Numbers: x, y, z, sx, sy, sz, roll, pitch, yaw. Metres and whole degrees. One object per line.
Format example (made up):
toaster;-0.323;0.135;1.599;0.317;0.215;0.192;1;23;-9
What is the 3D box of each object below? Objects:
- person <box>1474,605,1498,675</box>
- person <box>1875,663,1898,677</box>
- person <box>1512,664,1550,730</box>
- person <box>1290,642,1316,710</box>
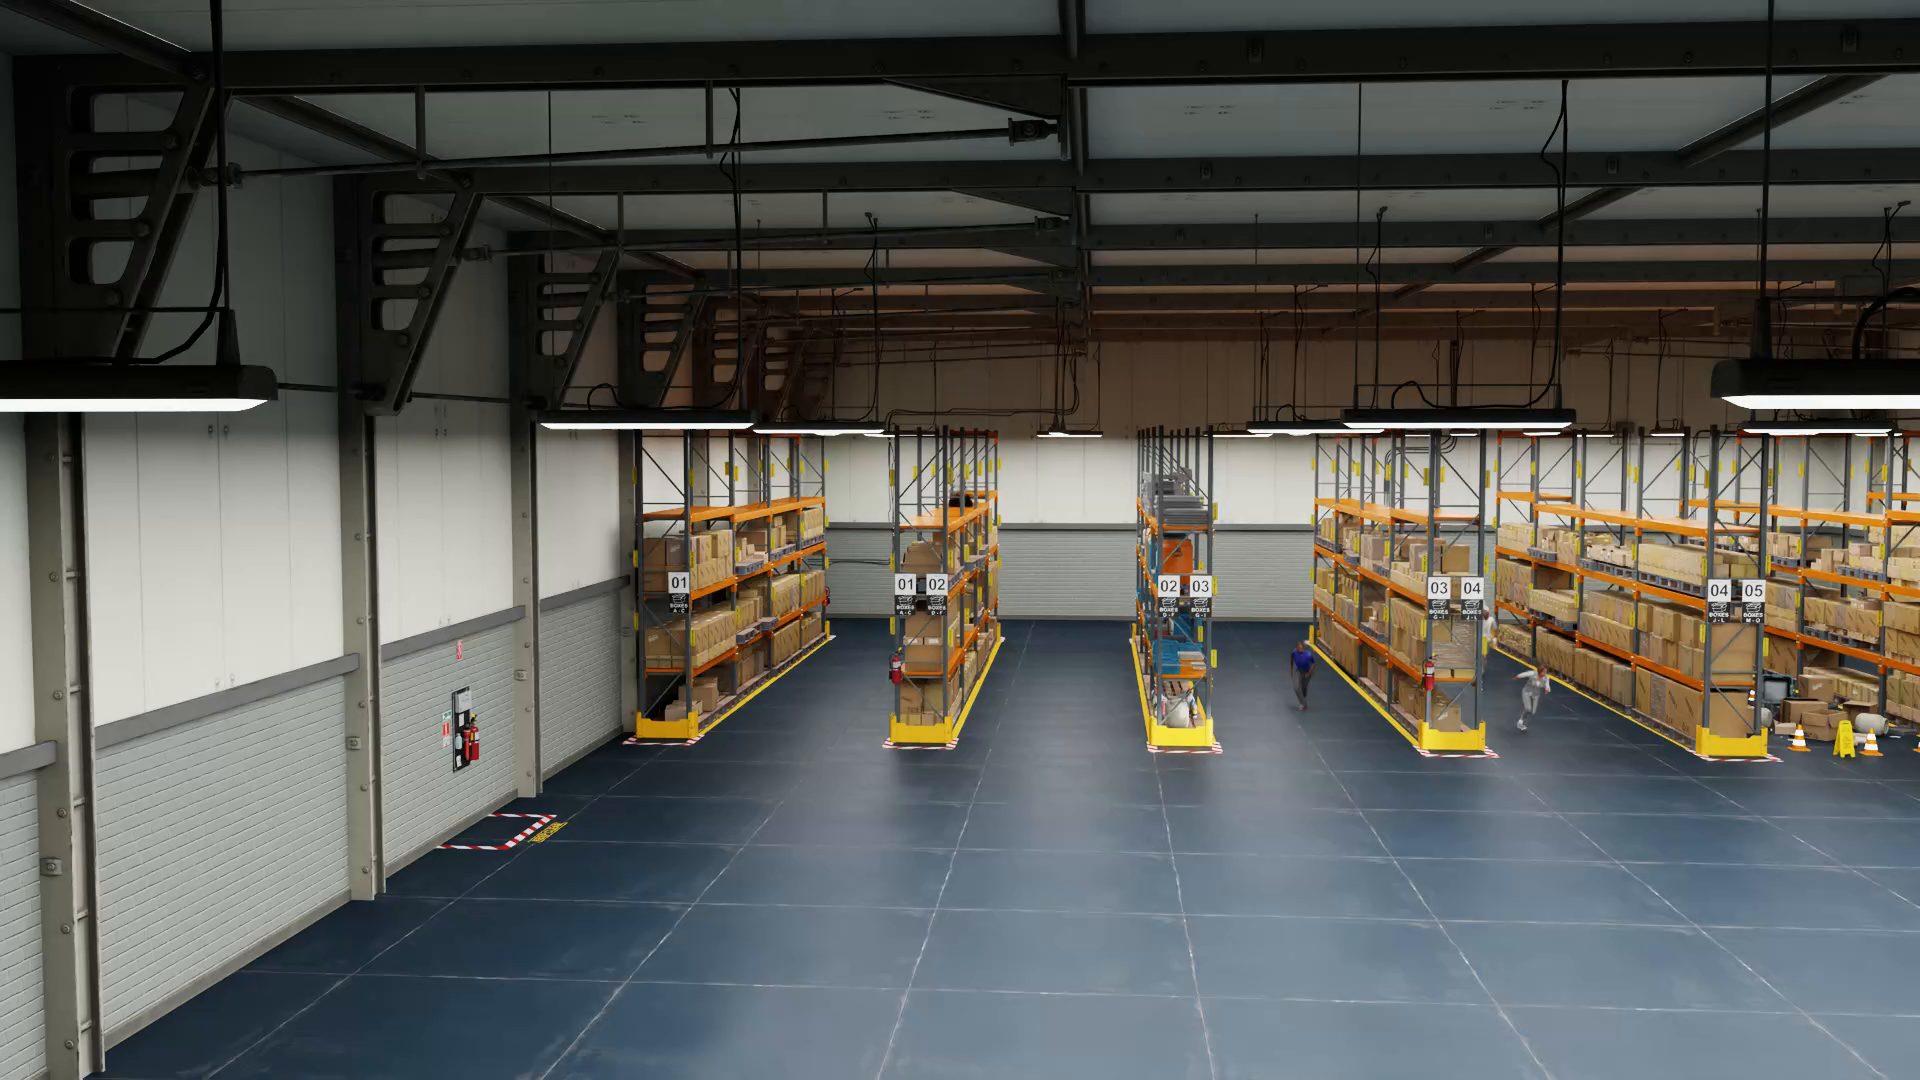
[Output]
person;12.643;2.430;40.233;0.684;1.724;0.685;1;4;20
person;21.548;2.567;38.645;0.581;1.694;0.908;0;3;-6
person;11.217;3.074;32.510;0.529;1.363;0.907;0;3;-6
person;7.348;2.862;35.537;0.564;1.476;1.012;1;4;21
